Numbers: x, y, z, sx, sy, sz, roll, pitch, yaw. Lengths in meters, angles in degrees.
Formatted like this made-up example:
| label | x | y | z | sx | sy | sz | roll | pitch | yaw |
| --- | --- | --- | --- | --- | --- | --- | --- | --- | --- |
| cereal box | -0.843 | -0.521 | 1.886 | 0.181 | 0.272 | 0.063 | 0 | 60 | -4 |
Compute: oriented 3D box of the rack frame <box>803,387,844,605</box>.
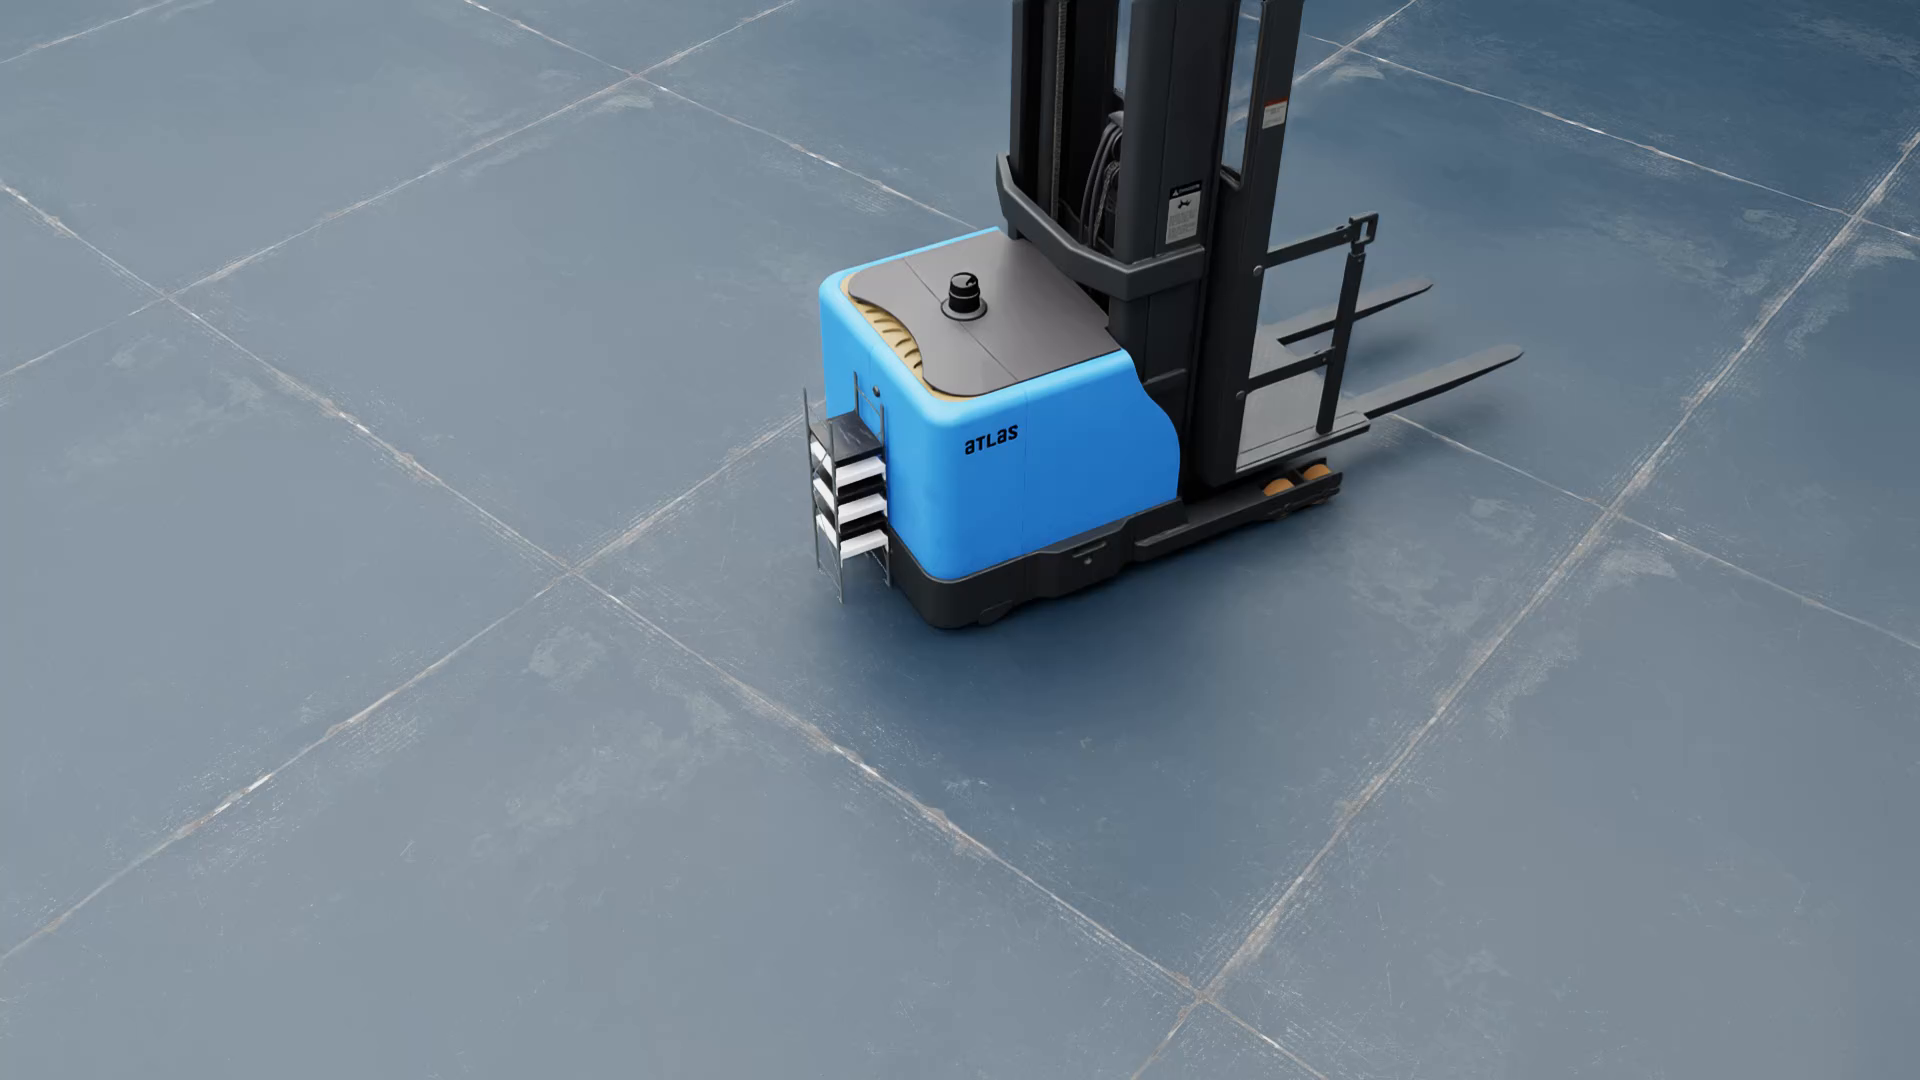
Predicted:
| label | x | y | z | sx | sy | sz | roll | pitch | yaw |
| --- | --- | --- | --- | --- | --- | --- | --- | --- | --- |
| rack frame | -0.511 | -0.151 | 6.248 | 0.006 | 0.900 | 0.240 | -20 | 46 | -21 |

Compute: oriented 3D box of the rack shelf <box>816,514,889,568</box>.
| label | x | y | z | sx | sy | sz | roll | pitch | yaw |
| --- | --- | --- | --- | --- | --- | --- | --- | --- | --- |
| rack shelf | -0.421 | -0.026 | 6.427 | 0.200 | 0.077 | 0.258 | -20 | 46 | -21 |

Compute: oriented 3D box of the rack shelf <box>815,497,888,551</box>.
| label | x | y | z | sx | sy | sz | roll | pitch | yaw |
| --- | --- | --- | --- | --- | --- | --- | --- | --- | --- |
| rack shelf | -0.421 | -0.093 | 6.366 | 0.200 | 0.077 | 0.258 | -20 | 46 | -21 |

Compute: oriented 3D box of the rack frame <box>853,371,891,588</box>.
| label | x | y | z | sx | sy | sz | roll | pitch | yaw |
| --- | --- | --- | --- | --- | --- | --- | --- | --- | --- |
| rack frame | -0.332 | -0.216 | 6.319 | 0.006 | 0.900 | 0.240 | -20 | 46 | -21 |

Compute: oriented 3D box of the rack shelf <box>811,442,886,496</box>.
| label | x | y | z | sx | sy | sz | roll | pitch | yaw |
| --- | --- | --- | --- | --- | --- | --- | --- | --- | --- |
| rack shelf | -0.421 | -0.292 | 6.185 | 0.200 | 0.077 | 0.258 | -20 | 46 | -21 |

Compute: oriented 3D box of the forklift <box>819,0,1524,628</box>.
| label | x | y | z | sx | sy | sz | roll | pitch | yaw |
| --- | --- | --- | --- | --- | --- | --- | --- | --- | --- |
| forklift | 0.998 | -1.465 | 6.182 | 3.031 | 2.935 | 1.130 | -20 | 46 | -21 |

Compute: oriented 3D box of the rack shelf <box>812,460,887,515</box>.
| label | x | y | z | sx | sy | sz | roll | pitch | yaw |
| --- | --- | --- | --- | --- | --- | --- | --- | --- | --- |
| rack shelf | -0.421 | -0.226 | 6.245 | 0.200 | 0.077 | 0.258 | -20 | 46 | -21 |

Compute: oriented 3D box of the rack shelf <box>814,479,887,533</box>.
| label | x | y | z | sx | sy | sz | roll | pitch | yaw |
| --- | --- | --- | --- | --- | --- | --- | --- | --- | --- |
| rack shelf | -0.421 | -0.159 | 6.306 | 0.200 | 0.077 | 0.258 | -20 | 46 | -21 |

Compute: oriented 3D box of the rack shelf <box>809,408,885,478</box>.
| label | x | y | z | sx | sy | sz | roll | pitch | yaw |
| --- | --- | --- | --- | --- | --- | --- | --- | --- | --- |
| rack shelf | -0.421 | -0.359 | 6.124 | 0.200 | 0.077 | 0.258 | -20 | 46 | -21 |

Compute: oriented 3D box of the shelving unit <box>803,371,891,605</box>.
| label | x | y | z | sx | sy | sz | roll | pitch | yaw |
| --- | --- | --- | --- | --- | --- | --- | --- | --- | --- |
| shelving unit | -0.421 | -0.184 | 6.283 | 0.210 | 0.900 | 0.258 | -20 | 46 | -21 |
